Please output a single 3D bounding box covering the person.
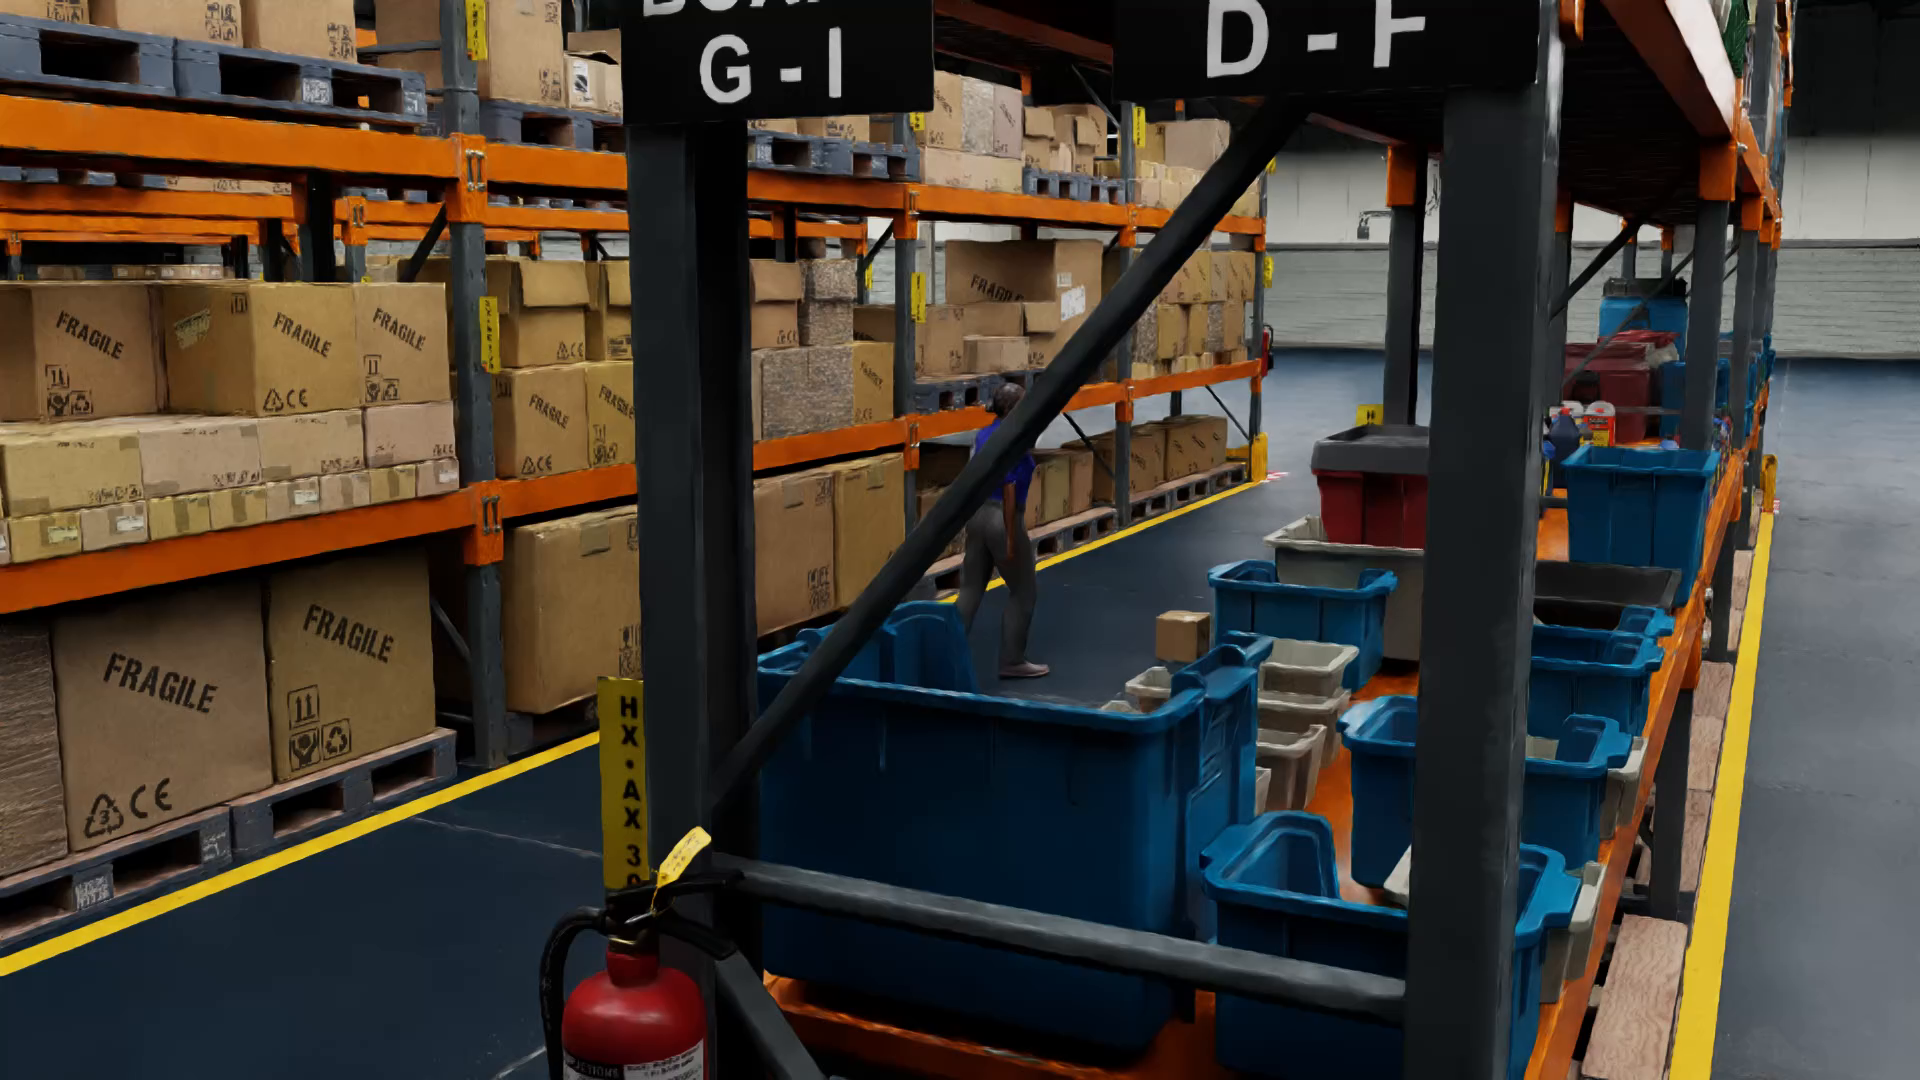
[{"bbox_3d":[0.191,-0.054,9.229,0.568,1.651,0.486,-5,11,-30],"label":"person"}]
